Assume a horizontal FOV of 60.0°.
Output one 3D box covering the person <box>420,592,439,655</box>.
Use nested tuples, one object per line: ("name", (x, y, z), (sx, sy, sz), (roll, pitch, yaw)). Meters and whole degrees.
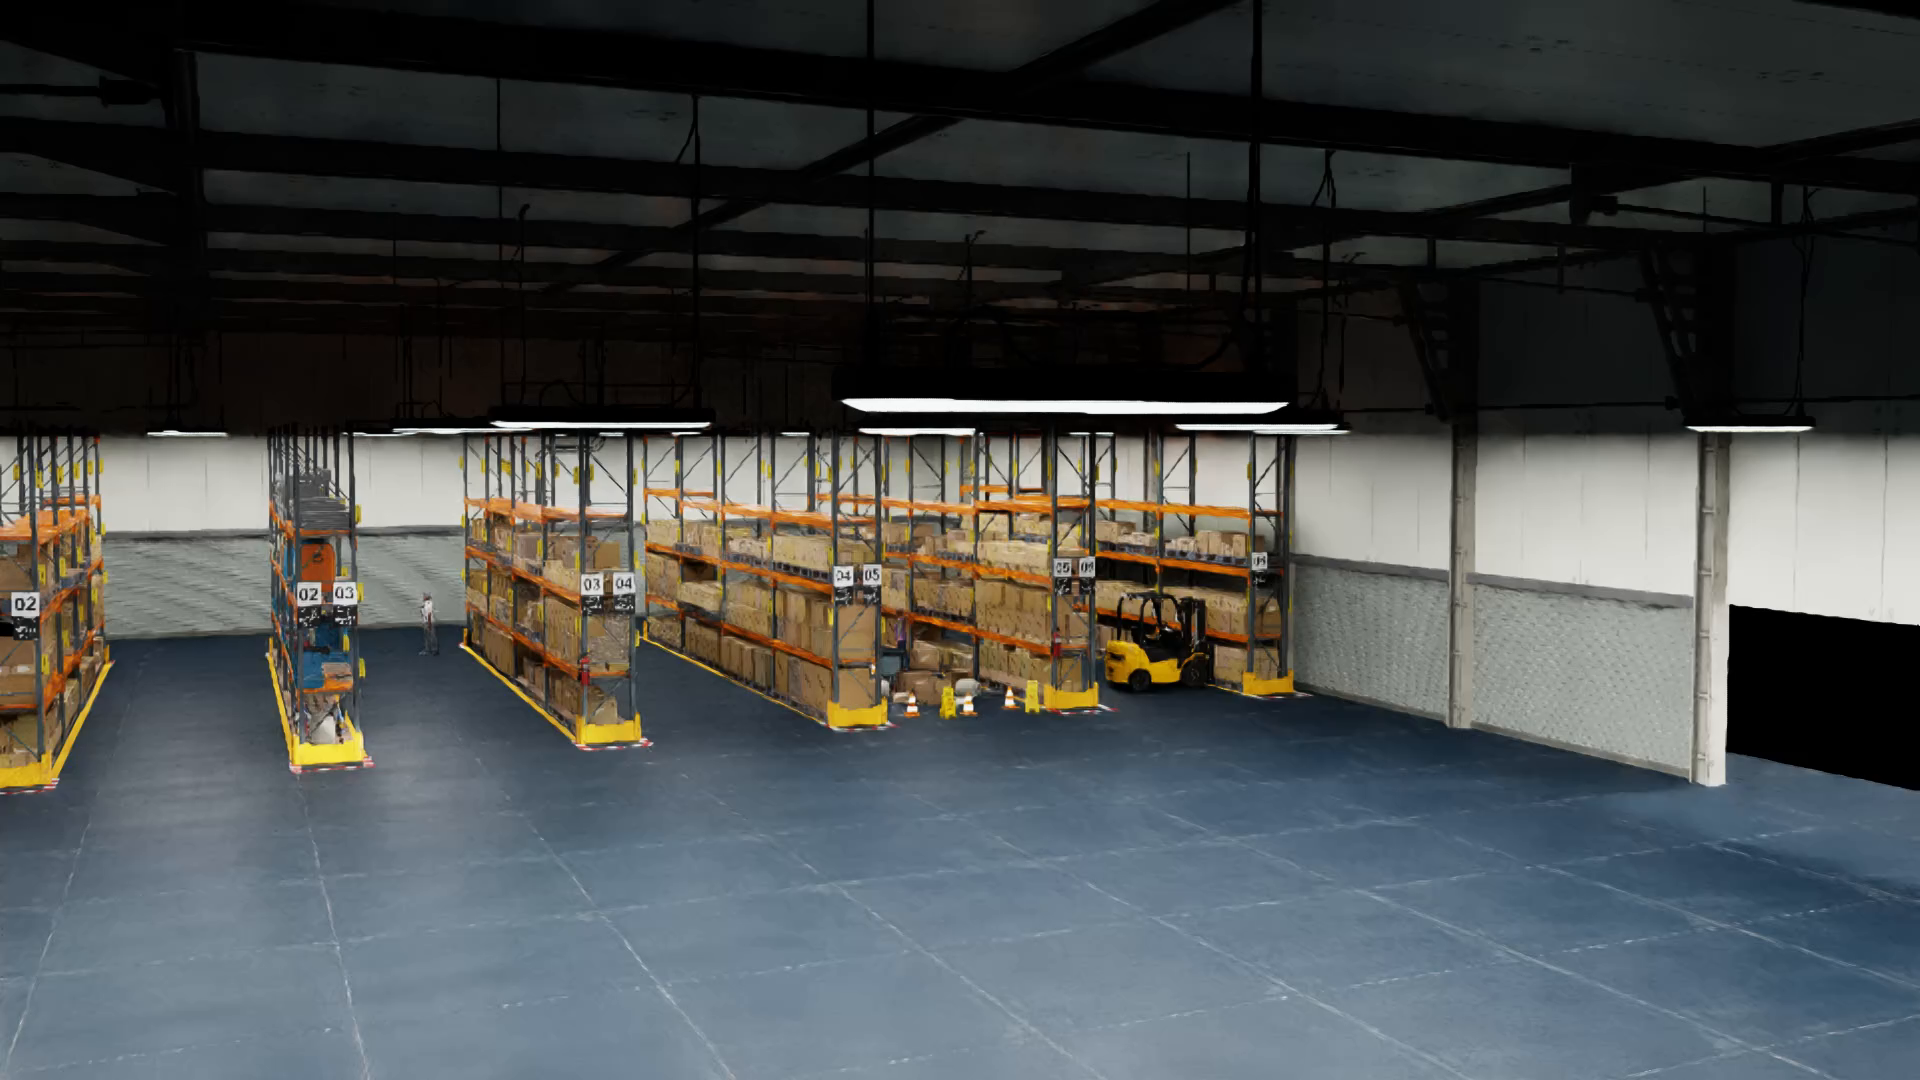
("person", (-14.071, 2.196, 44.053), (0.492, 1.666, 0.646), (-1, 4, -19))

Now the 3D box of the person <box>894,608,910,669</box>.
("person", (-1.461, 2.448, 40.360), (0.527, 1.590, 0.529), (0, 3, 1))
